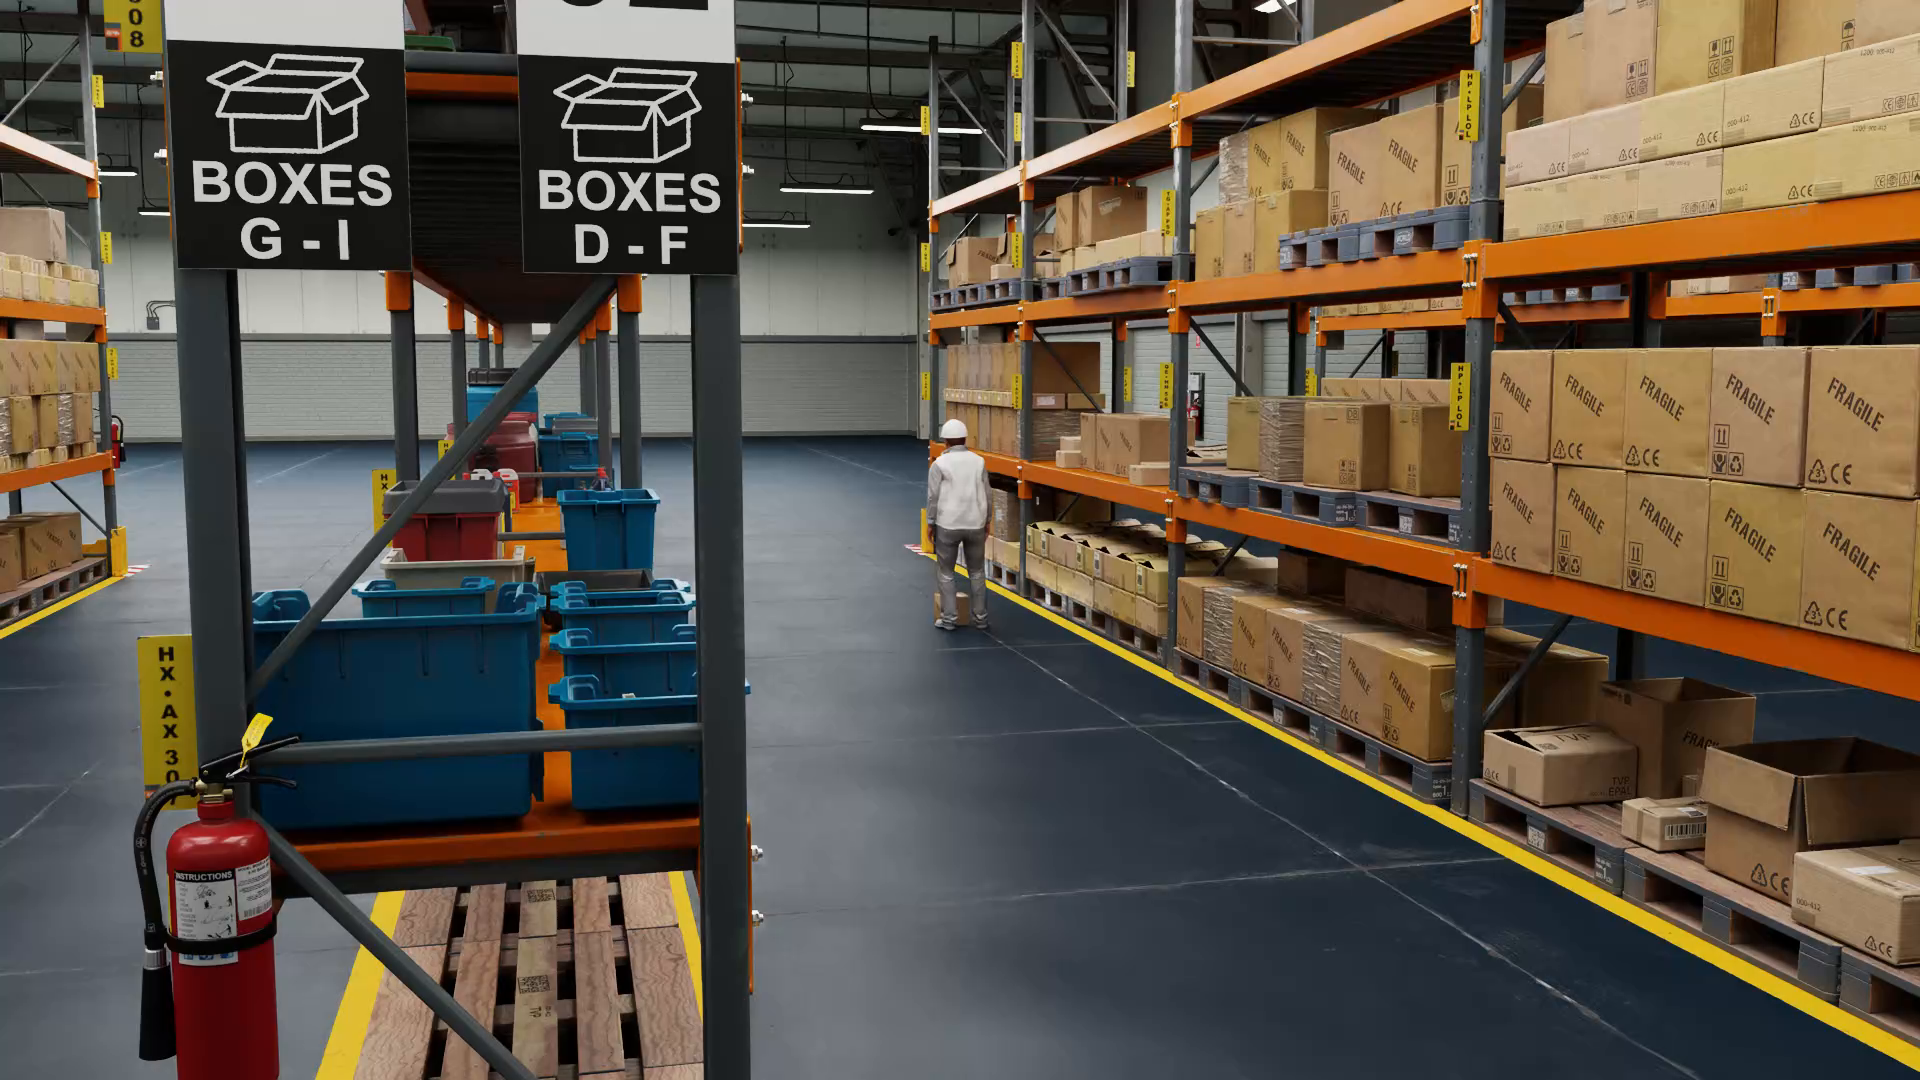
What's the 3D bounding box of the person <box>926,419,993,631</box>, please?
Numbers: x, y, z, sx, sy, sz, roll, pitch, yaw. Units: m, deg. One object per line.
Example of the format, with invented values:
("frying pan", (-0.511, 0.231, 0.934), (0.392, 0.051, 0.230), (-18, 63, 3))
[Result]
("person", (-0.007, -0.130, 14.043), (0.592, 1.771, 0.465), (-2, 6, -17))
